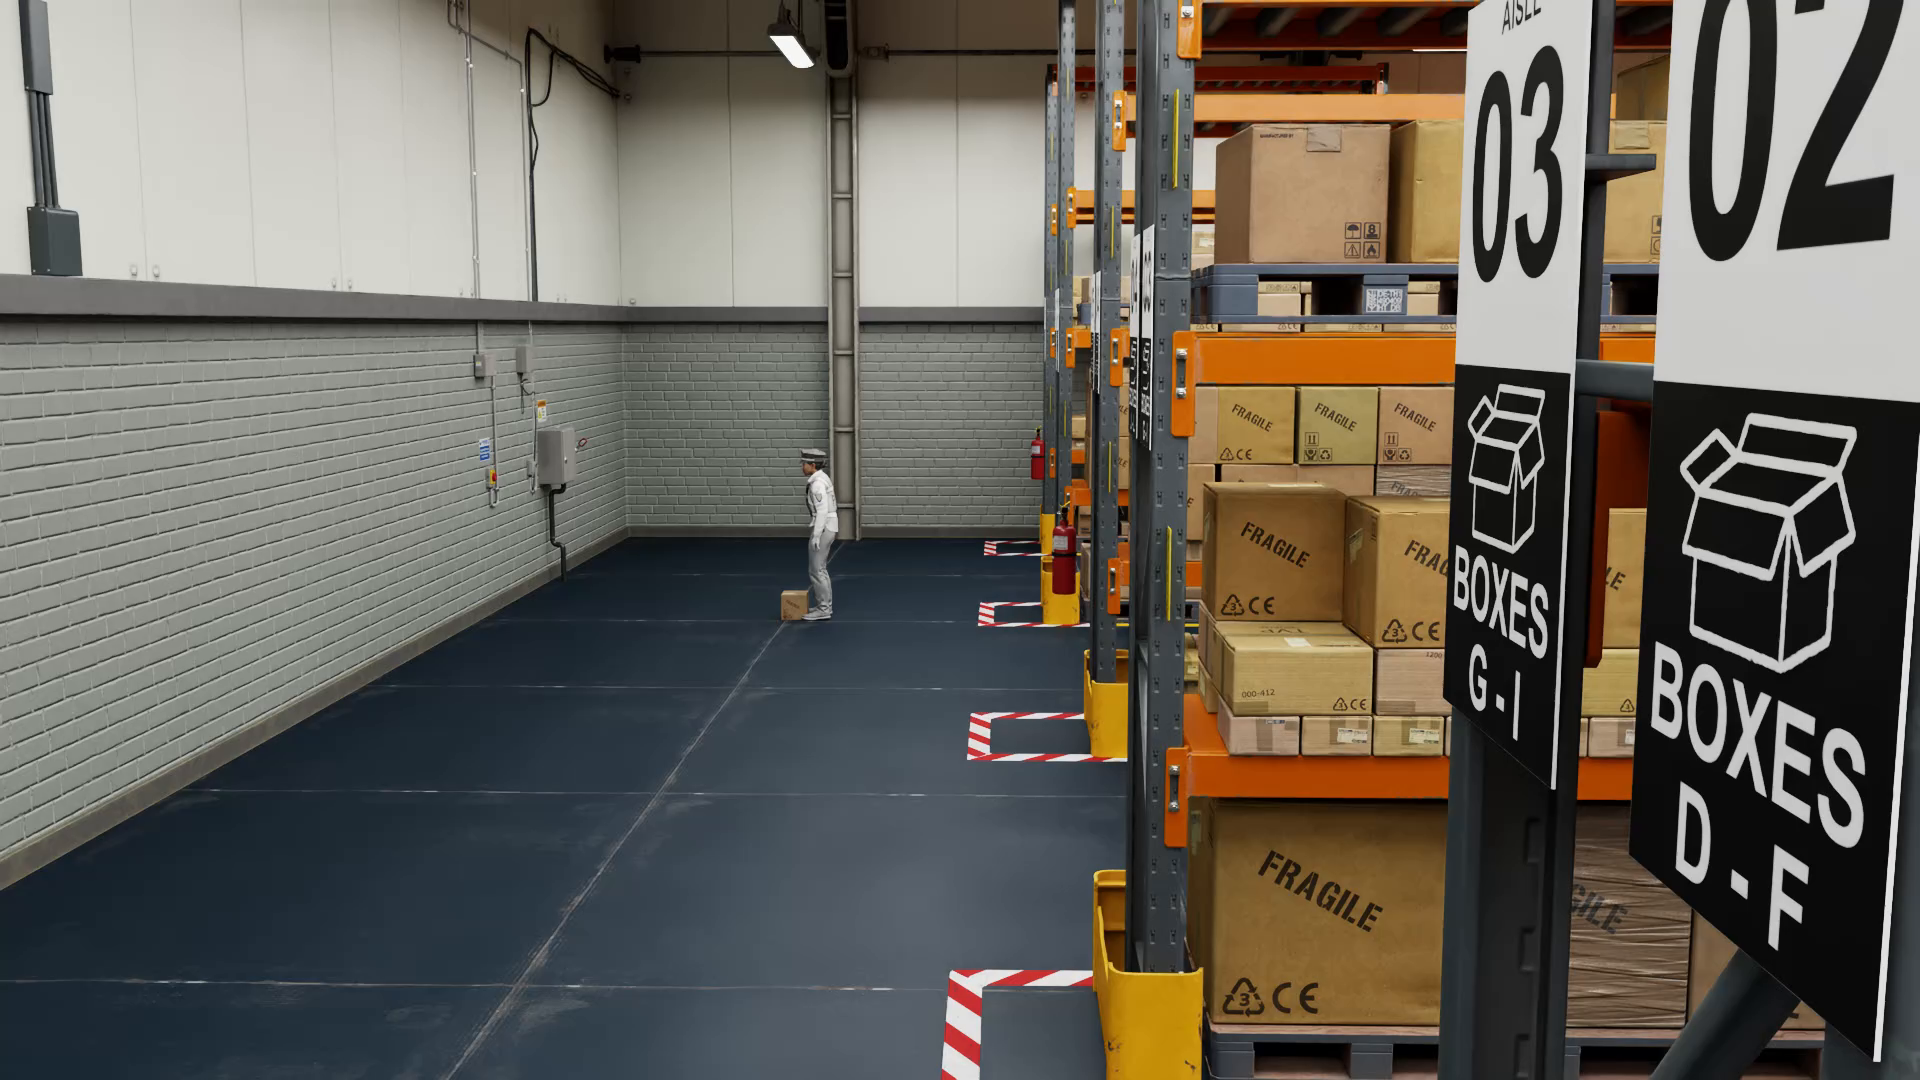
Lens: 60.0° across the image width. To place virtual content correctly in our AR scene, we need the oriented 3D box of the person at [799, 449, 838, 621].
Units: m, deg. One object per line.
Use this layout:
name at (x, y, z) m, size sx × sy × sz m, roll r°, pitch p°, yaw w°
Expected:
person at (-1.375, -0.059, 16.223) m, size 0.376 × 1.662 × 0.543 m, roll 0°, pitch 7°, yaw -2°
